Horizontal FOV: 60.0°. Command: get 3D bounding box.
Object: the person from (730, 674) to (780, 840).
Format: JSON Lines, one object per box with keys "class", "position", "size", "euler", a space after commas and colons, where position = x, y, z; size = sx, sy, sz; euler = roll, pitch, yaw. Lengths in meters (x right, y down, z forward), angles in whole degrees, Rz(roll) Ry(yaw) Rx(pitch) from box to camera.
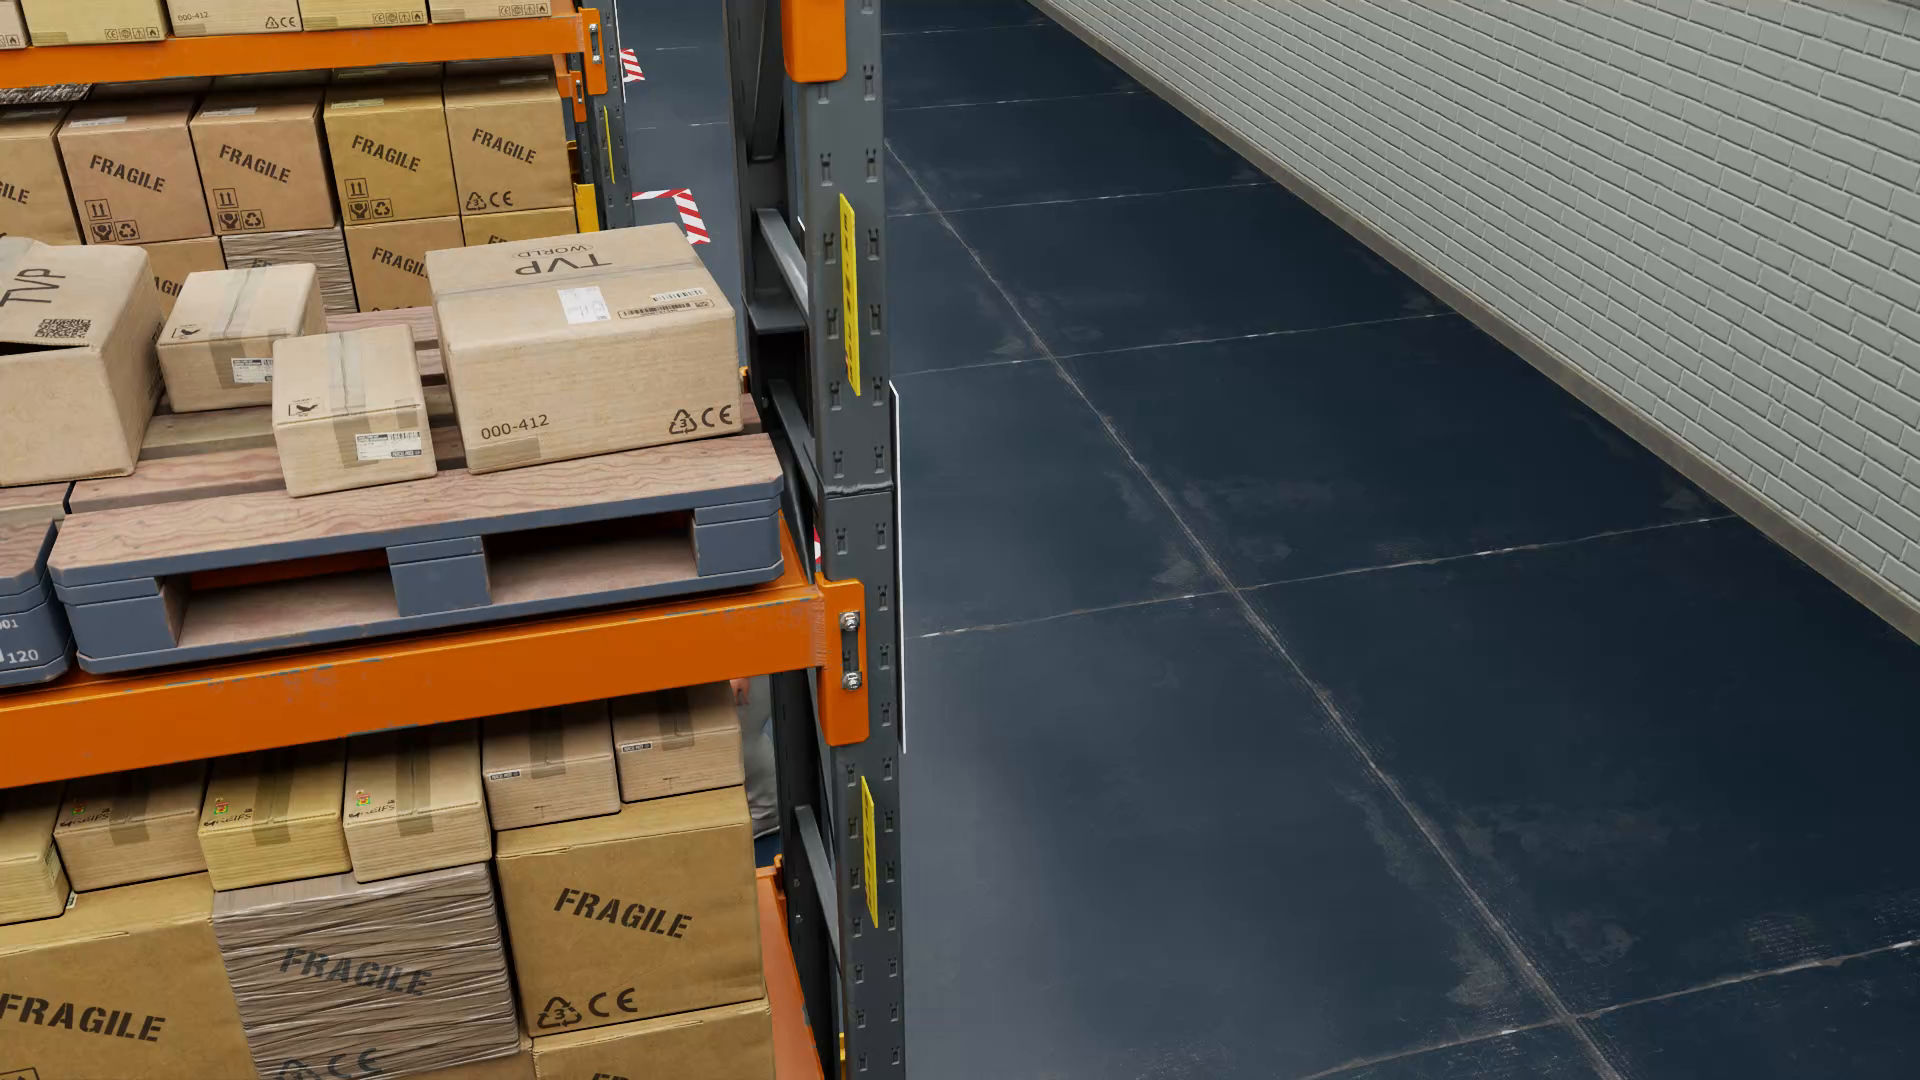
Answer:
{"class": "person", "position": [-0.857, 0.375, 6.473], "size": [0.430, 1.749, 0.599], "euler": [-9, 31, -15]}
